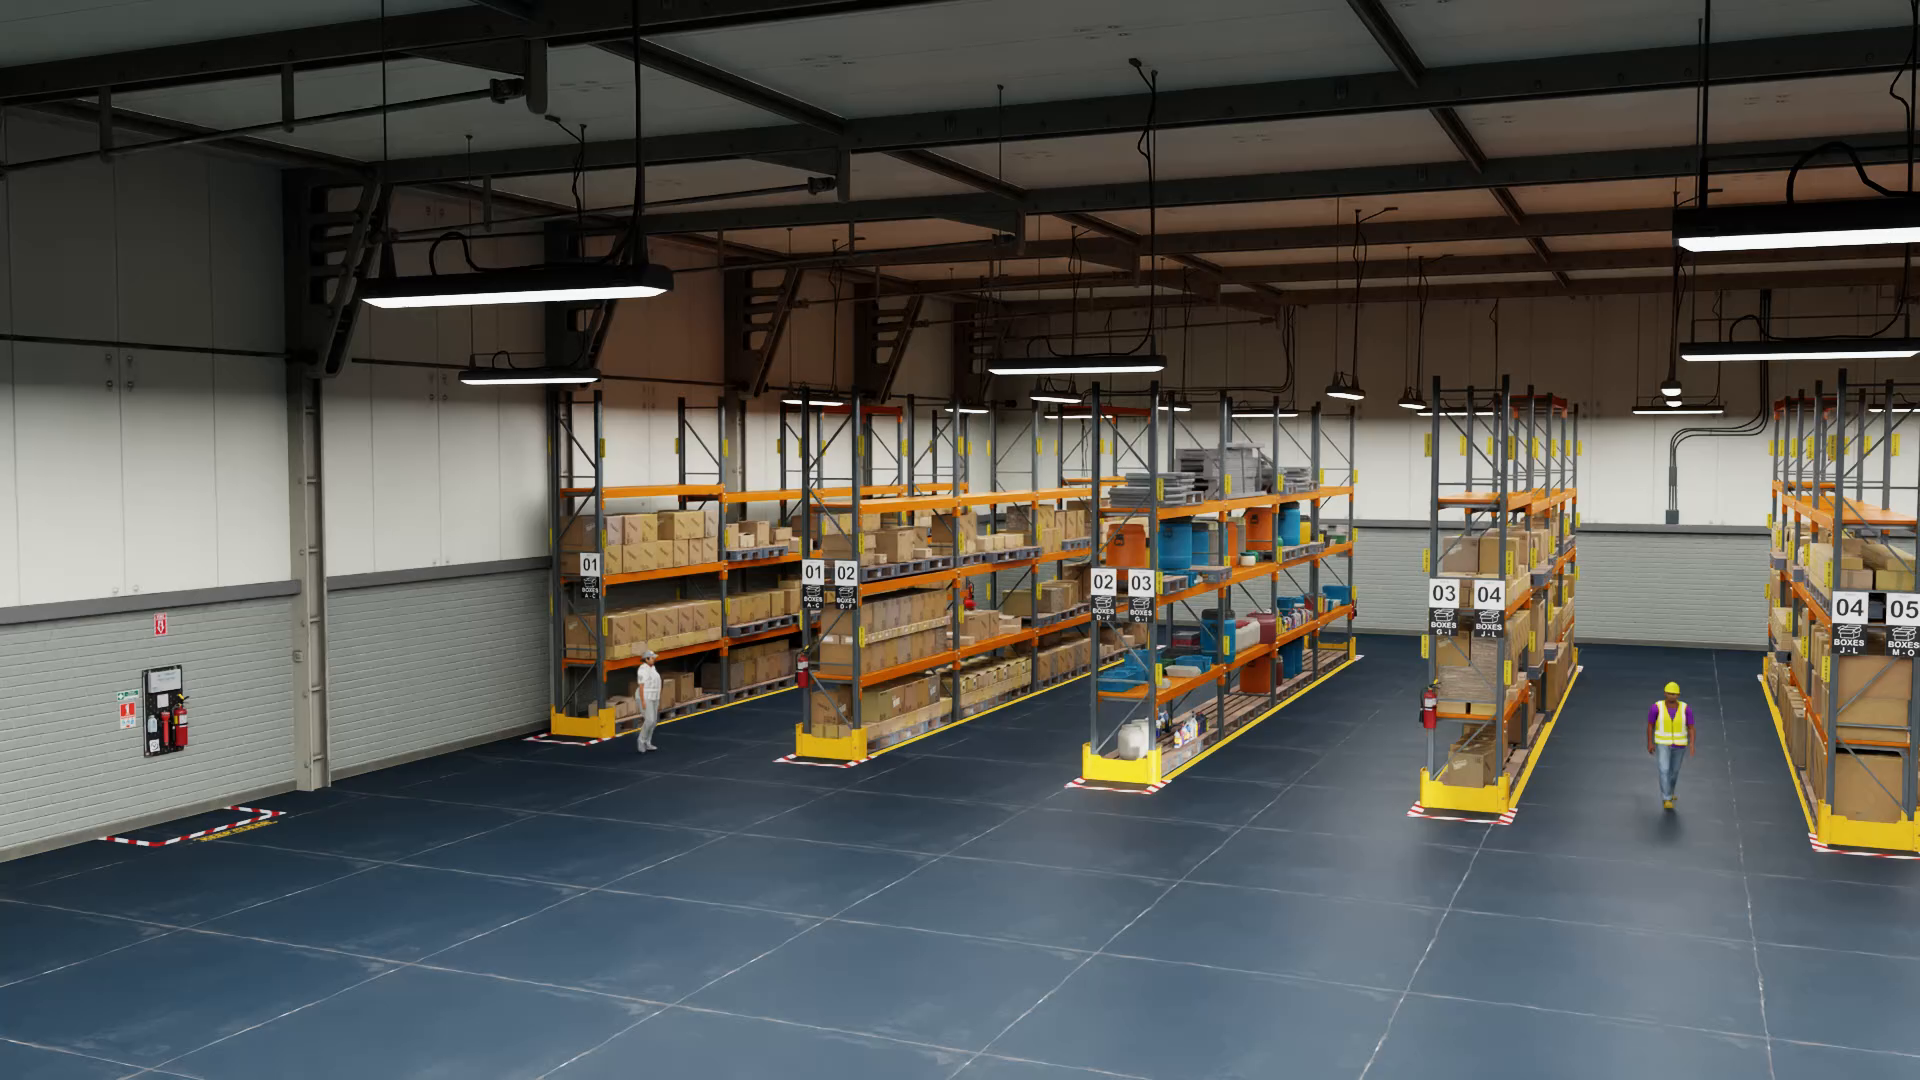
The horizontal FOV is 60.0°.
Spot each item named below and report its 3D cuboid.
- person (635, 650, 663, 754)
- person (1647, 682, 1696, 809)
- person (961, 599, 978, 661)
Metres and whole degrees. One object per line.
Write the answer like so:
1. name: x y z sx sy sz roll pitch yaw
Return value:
1. person: -5.124 2.659 27.425 0.433 1.679 0.497 1 3 25
2. person: 9.911 2.844 23.136 0.588 1.716 1.011 1 3 12
3. person: 0.091 2.152 35.763 0.586 1.752 0.671 2 4 37
